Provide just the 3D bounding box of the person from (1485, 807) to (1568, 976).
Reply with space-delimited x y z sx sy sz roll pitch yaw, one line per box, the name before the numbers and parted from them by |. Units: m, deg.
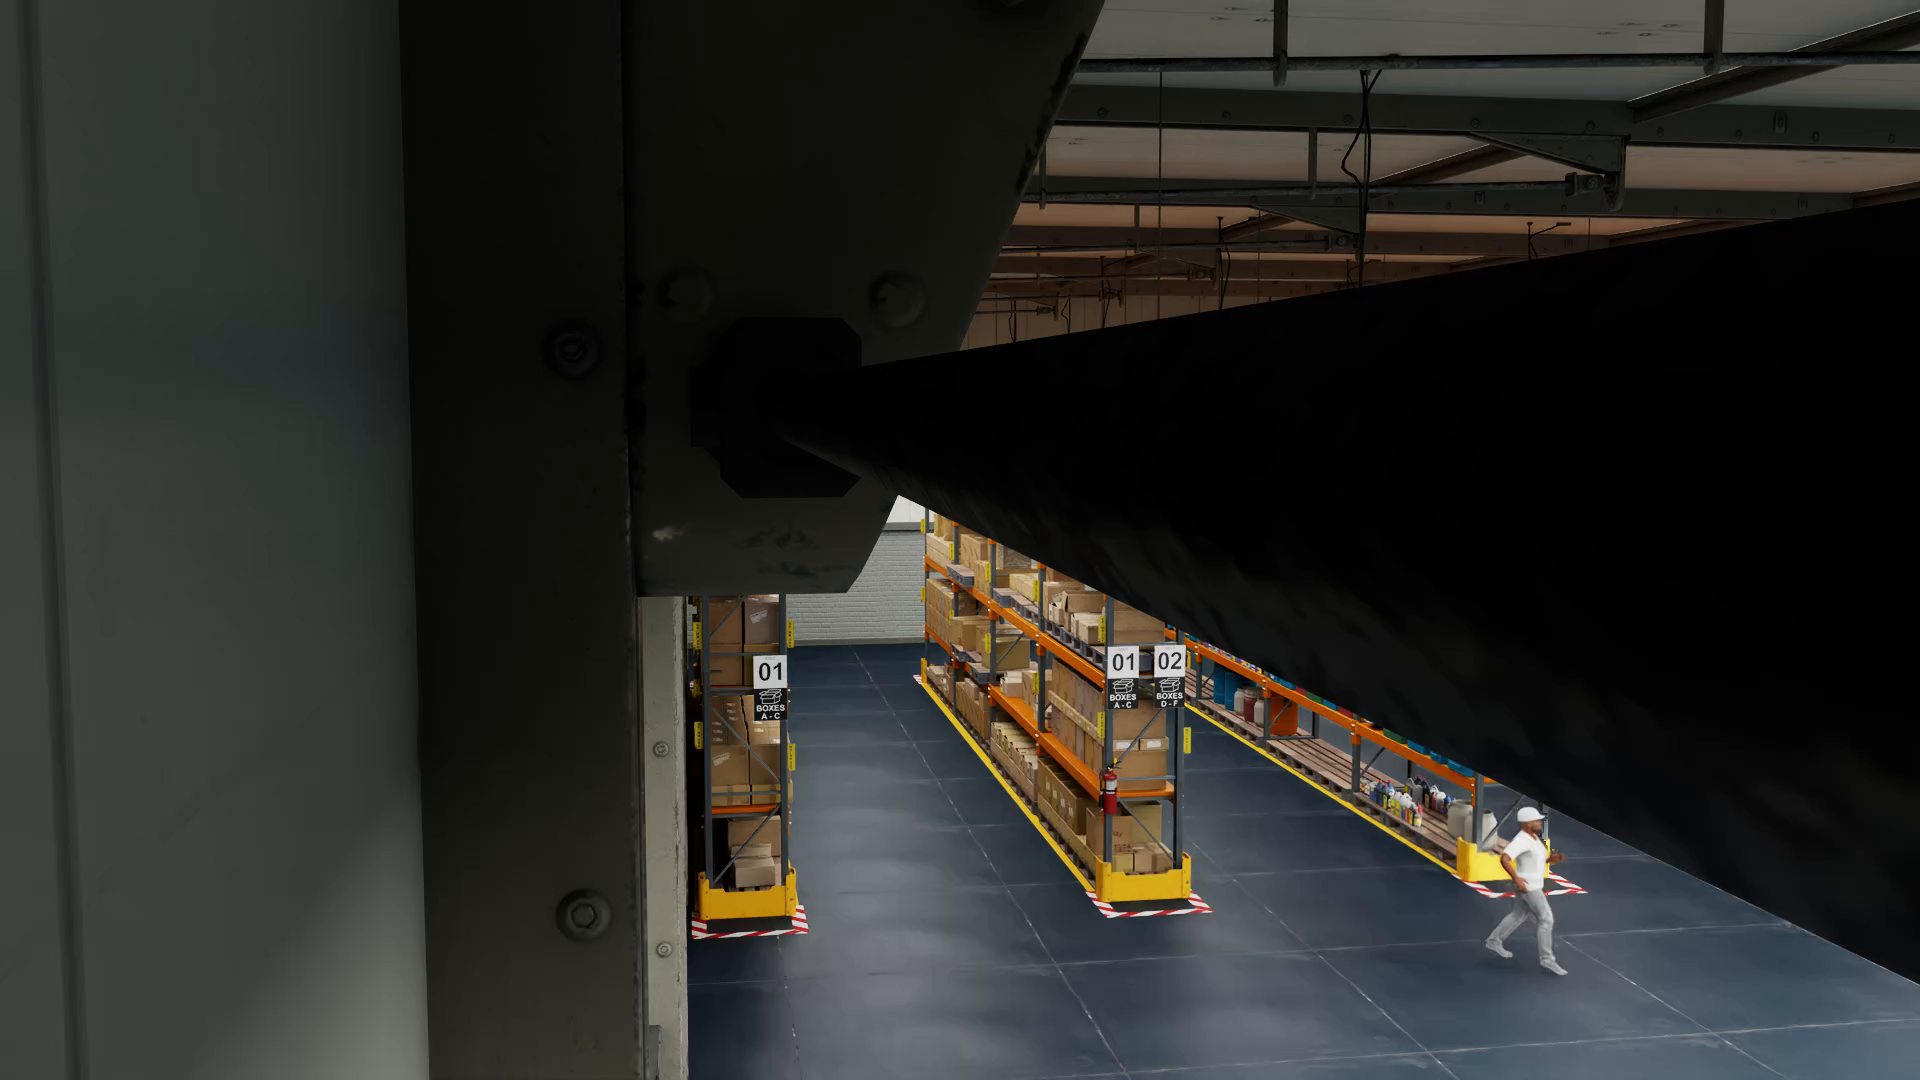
person | 6.245 3.827 18.277 0.868 1.809 0.685 2 5 19
